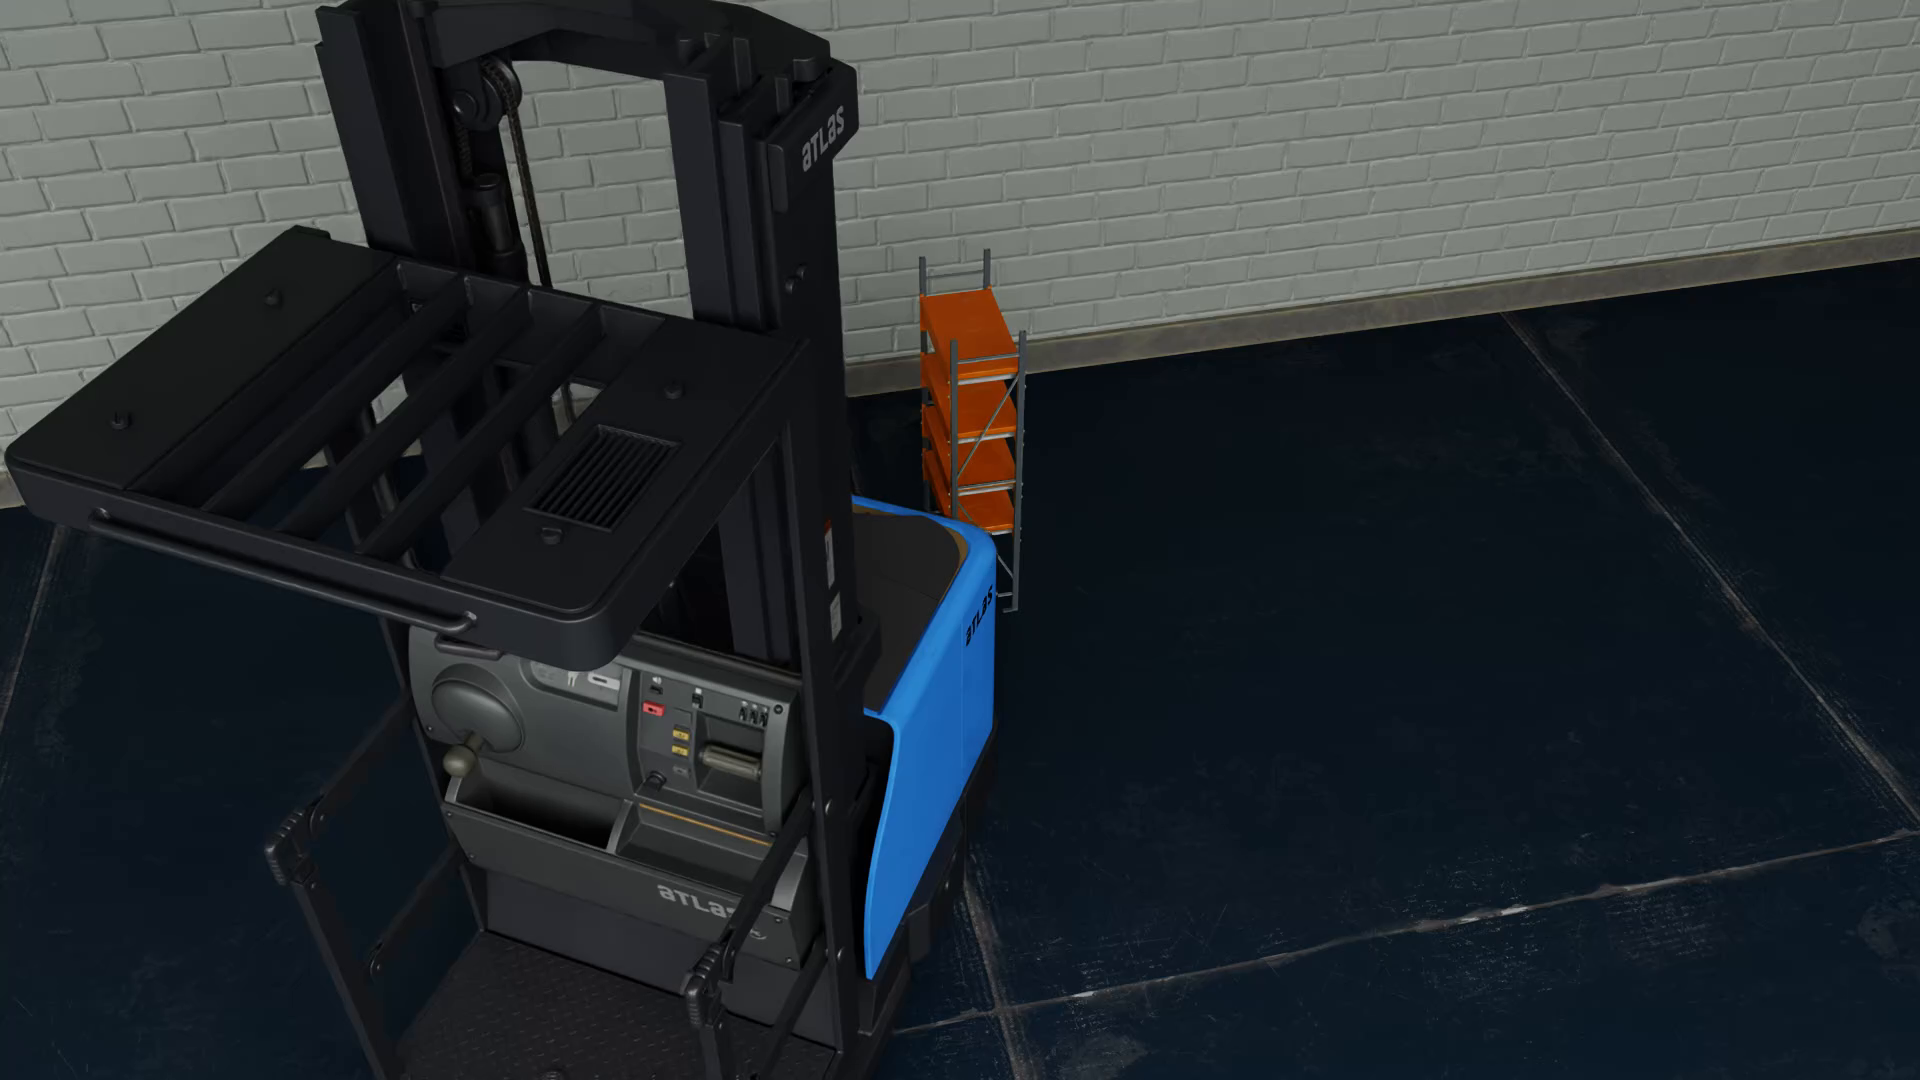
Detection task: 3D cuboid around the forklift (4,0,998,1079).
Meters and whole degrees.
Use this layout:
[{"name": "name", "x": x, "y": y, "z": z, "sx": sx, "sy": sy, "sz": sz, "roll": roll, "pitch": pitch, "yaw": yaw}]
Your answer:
[{"name": "forklift", "x": -0.874, "y": 0.479, "z": 3.503, "sx": 1.130, "sy": 2.935, "sz": 3.031, "roll": 14, "pitch": 43, "yaw": 15}]

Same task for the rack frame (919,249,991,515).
[{"name": "rack frame", "x": -0.017, "y": -0.500, "z": 5.909, "sx": 0.240, "sy": 1.200, "sz": 0.015, "roll": -8, "pitch": 42, "yaw": -9}]

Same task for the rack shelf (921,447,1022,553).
[{"name": "rack shelf", "x": 0.036, "y": -0.143, "z": 5.907, "sx": 0.258, "sy": 0.148, "sz": 0.480, "roll": -8, "pitch": 42, "yaw": -9}]

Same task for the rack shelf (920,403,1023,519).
[{"name": "rack shelf", "x": 0.036, "y": -0.291, "z": 5.775, "sx": 0.258, "sy": 0.148, "sz": 0.480, "roll": -8, "pitch": 42, "yaw": -9}]

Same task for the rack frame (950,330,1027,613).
[{"name": "rack frame", "x": 0.088, "y": -0.183, "z": 5.553, "sx": 0.240, "sy": 1.200, "sz": 0.015, "roll": -8, "pitch": 42, "yaw": -9}]

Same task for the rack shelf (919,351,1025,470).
[{"name": "rack shelf", "x": 0.036, "y": -0.458, "z": 5.627, "sx": 0.258, "sy": 0.148, "sz": 0.480, "roll": -8, "pitch": 42, "yaw": -9}]

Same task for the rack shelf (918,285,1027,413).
[{"name": "rack shelf", "x": 0.036, "y": -0.635, "z": 5.470, "sx": 0.258, "sy": 0.148, "sz": 0.480, "roll": -8, "pitch": 42, "yaw": -9}]

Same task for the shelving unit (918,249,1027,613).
[{"name": "shelving unit", "x": 0.036, "y": -0.341, "z": 5.731, "sx": 0.258, "sy": 1.200, "sz": 0.503, "roll": -8, "pitch": 42, "yaw": -9}]
